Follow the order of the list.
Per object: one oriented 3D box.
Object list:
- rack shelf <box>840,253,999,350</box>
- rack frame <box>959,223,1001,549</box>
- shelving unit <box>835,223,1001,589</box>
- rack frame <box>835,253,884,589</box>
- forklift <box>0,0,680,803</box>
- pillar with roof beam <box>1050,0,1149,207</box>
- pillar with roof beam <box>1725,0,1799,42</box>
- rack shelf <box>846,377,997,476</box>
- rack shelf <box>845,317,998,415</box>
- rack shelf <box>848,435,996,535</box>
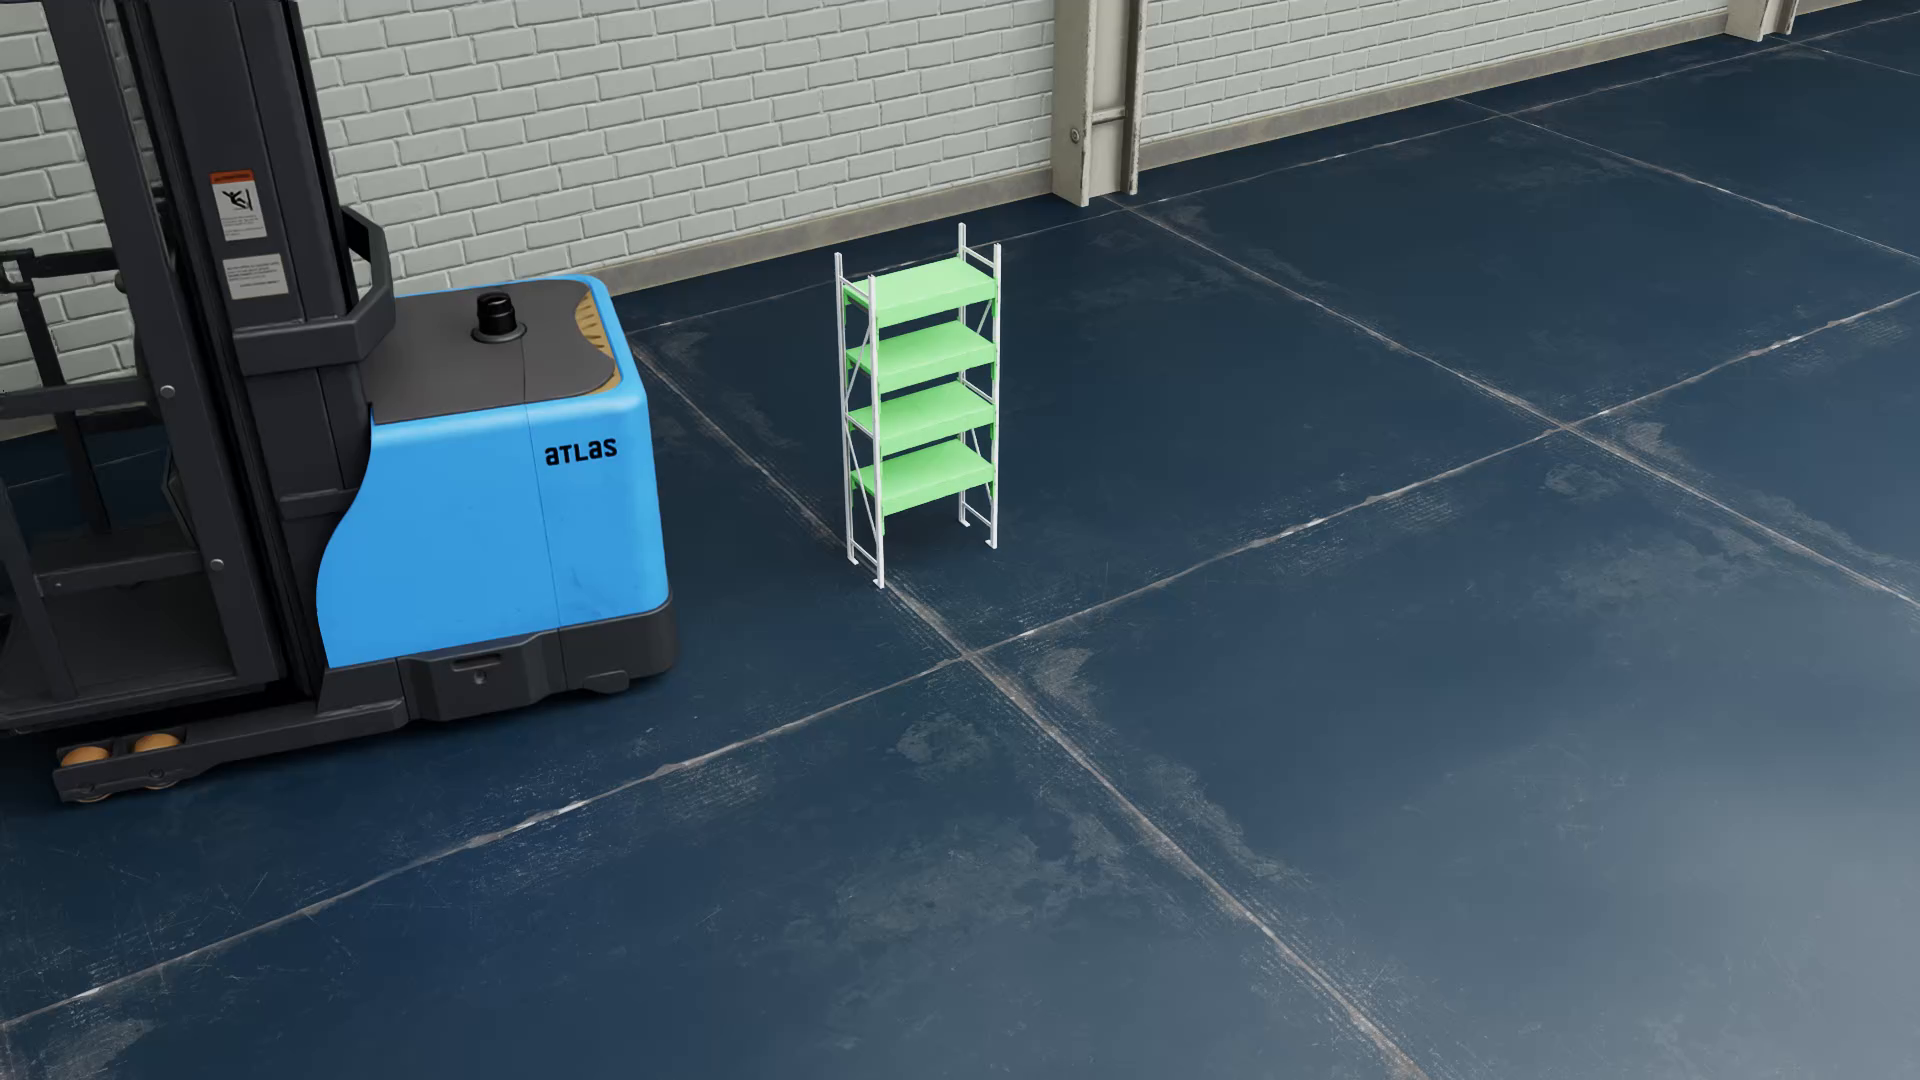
[{"bbox_3d":[-0.139,-0.812,5.632,0.480,0.148,0.258,-19,37,-27],"label":"rack shelf"},{"bbox_3d":[0.066,-0.530,5.966,0.015,1.200,0.240,-19,37,-27],"label":"rack frame"},{"bbox_3d":[-0.139,-0.460,5.854,0.503,1.200,0.258,-19,37,-27],"label":"shelving unit"},{"bbox_3d":[-0.344,-0.389,5.742,0.015,1.200,0.240,-19,37,-27],"label":"rack frame"},{"bbox_3d":[-2.504,-0.768,4.721,3.031,2.935,1.130,-10,34,-15],"label":"forklift"},{"bbox_3d":[3.081,-3.835,3.895,0.400,9.000,9.100,-19,37,-27],"label":"pillar with roof beam"},{"bbox_3d":[8.124,-5.570,6.645,0.400,9.000,9.100,-19,37,-27],"label":"pillar with roof beam"},{"bbox_3d":[-0.139,-0.406,5.888,0.480,0.148,0.258,-19,37,-27],"label":"rack shelf"},{"bbox_3d":[-0.139,-0.609,5.760,0.480,0.148,0.258,-19,37,-27],"label":"rack shelf"},{"bbox_3d":[-0.139,-0.203,6.016,0.480,0.148,0.258,-19,37,-27],"label":"rack shelf"}]
